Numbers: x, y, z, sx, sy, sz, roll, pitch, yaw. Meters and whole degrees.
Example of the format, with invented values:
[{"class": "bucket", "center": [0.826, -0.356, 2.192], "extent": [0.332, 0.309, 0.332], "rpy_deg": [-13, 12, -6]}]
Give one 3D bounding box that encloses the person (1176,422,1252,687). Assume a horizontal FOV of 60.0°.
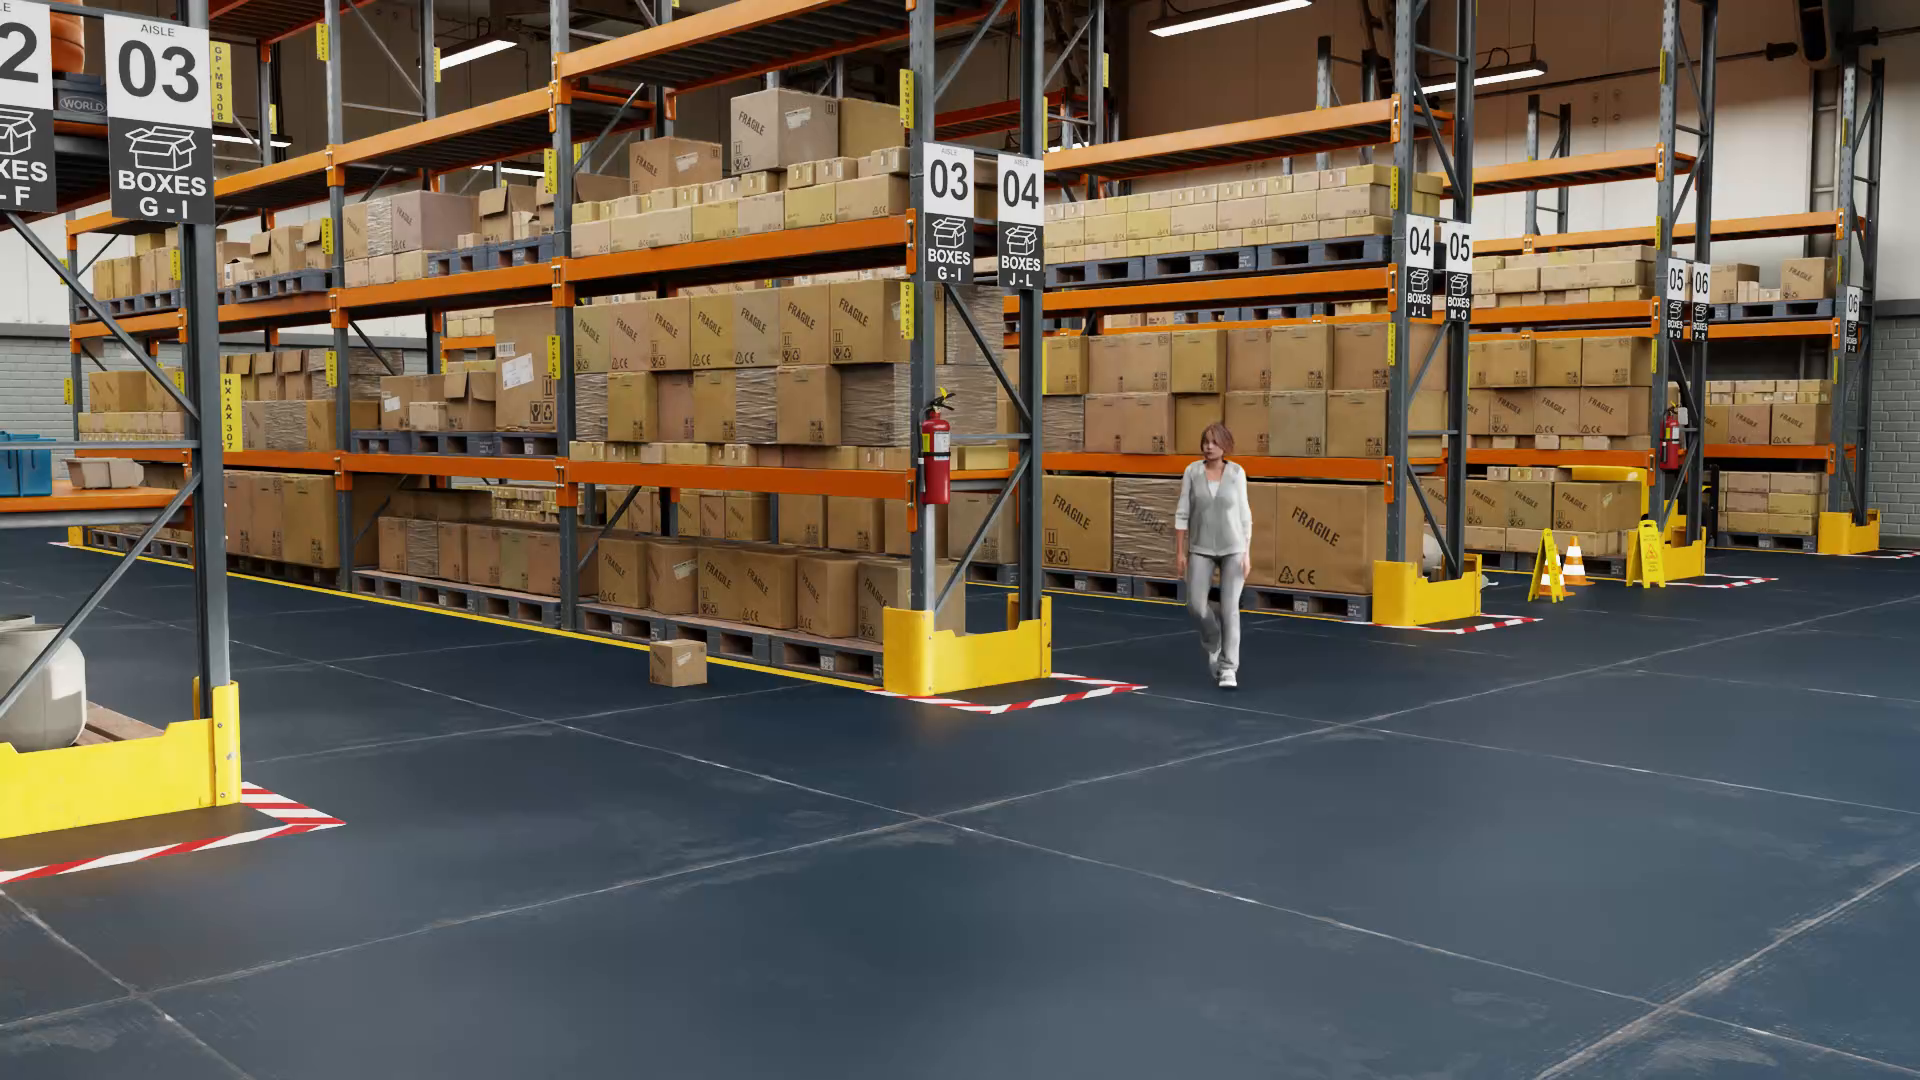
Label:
[{"class": "person", "center": [1.524, 0.091, 9.966], "extent": [0.452, 1.558, 0.469], "rpy_deg": [1, 4, 13]}]
